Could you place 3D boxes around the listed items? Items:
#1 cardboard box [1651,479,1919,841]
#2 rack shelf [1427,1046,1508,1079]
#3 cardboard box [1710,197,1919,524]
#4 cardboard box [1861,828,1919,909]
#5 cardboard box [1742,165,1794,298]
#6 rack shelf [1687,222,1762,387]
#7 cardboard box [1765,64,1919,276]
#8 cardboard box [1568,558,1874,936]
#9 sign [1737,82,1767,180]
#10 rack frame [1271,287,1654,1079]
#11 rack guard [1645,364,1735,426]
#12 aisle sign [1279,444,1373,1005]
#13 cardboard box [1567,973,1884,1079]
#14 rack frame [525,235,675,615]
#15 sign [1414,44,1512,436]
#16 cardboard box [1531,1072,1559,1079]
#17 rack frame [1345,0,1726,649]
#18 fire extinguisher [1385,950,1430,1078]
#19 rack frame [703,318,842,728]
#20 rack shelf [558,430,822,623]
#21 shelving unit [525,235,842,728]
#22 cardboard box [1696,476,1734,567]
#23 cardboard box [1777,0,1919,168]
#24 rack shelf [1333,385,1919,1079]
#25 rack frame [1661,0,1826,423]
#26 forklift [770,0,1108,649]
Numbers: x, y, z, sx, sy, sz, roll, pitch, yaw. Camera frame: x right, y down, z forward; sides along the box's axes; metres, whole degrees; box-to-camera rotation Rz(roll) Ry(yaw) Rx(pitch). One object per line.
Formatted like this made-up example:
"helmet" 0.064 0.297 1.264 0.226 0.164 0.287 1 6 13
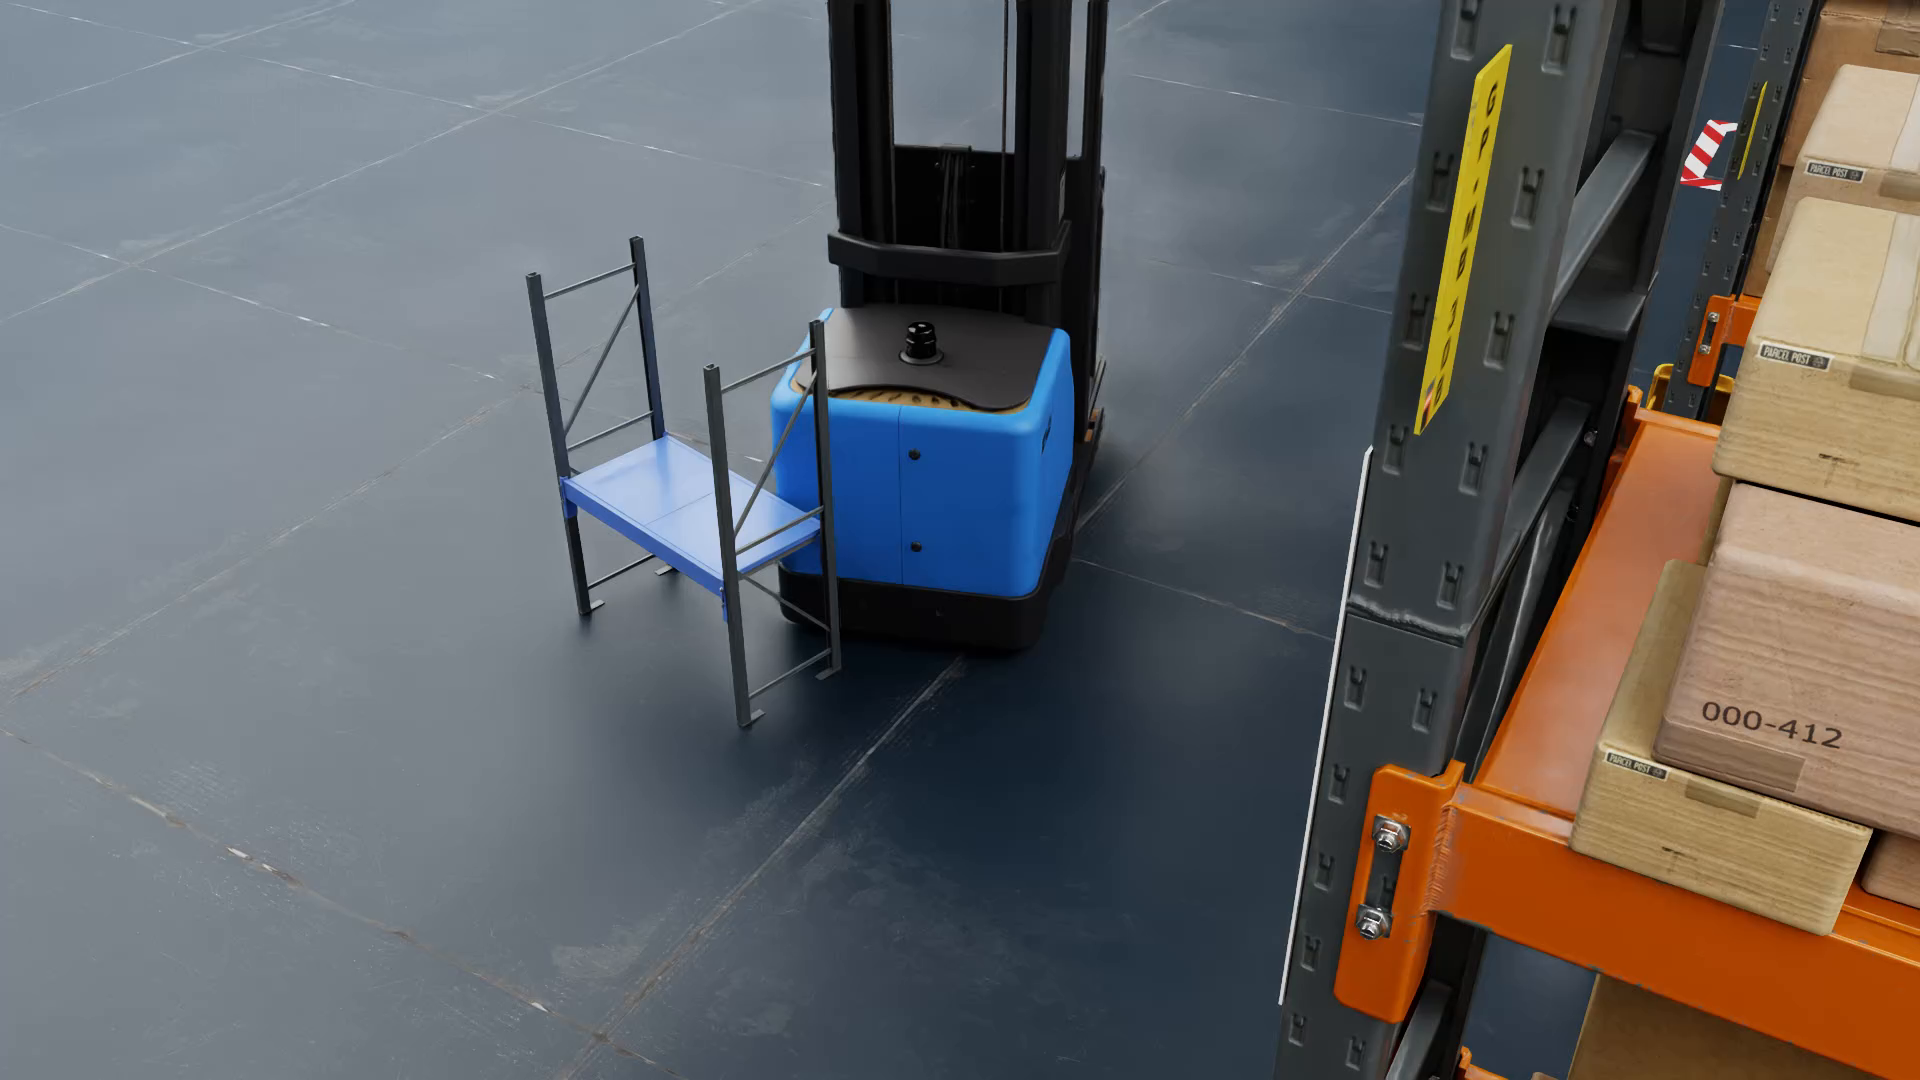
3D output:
"cardboard box" 1.004 0.056 1.620 0.500 0.250 0.500 17 37 24
"rack shelf" 2.436 1.949 2.265 4.000 0.370 1.077 18 37 24
"cardboard box" 0.907 -0.180 1.615 0.250 0.149 0.380 17 37 24
"cardboard box" 1.099 0.233 1.715 0.250 0.149 0.380 16 37 23
"cardboard box" 3.413 -1.292 6.349 0.550 0.550 0.875 18 37 24
"rack shelf" 4.804 -0.461 5.884 4.000 0.370 1.077 18 37 24
"cardboard box" 1.140 -0.425 1.983 0.250 0.149 0.380 18 38 25
"cardboard box" 0.827 0.203 1.759 0.250 0.149 0.380 18 38 24
"sign" 2.787 -1.438 5.850 0.005 0.325 0.100 18 37 24
"rack frame" 0.700 1.100 2.892 0.127 3.000 1.000 18 37 24
"rack guard" 3.047 -0.276 7.214 0.348 0.500 1.175 18 37 24
"aisle sign" 0.492 0.150 1.973 0.004 0.787 0.394 18 37 24
"cardboard box" 1.252 0.554 2.452 0.500 0.500 0.700 17 37 23
"rack frame" -1.377 -0.422 6.530 0.032 1.500 0.500 28 43 35
"sign" 0.431 -0.251 1.426 0.005 0.325 0.100 18 37 24
"cardboard box" 0.973 1.198 2.386 0.500 0.500 0.500 17 37 24
"rack frame" 0.700 -1.397 1.229 0.127 3.000 1.000 18 37 24
"fire extinguisher" 0.829 0.879 3.294 0.183 0.674 0.296 18 37 24
"rack frame" -0.648 -0.029 5.940 0.032 1.500 0.500 28 43 35
"rack shelf" -1.013 -0.076 6.335 1.000 0.185 0.538 28 43 35
"shelving unit" -1.013 -0.225 6.235 1.048 1.500 0.538 28 43 35
"cardboard box" 1.148 -0.081 2.185 0.250 0.149 0.380 18 38 25
"cardboard box" 3.371 -1.701 5.989 0.550 0.550 0.875 18 37 24
"rack shelf" 2.436 0.701 1.434 4.000 0.370 1.077 18 37 24
"rack frame" 3.068 -1.310 6.511 0.127 3.000 1.000 18 37 24
"forklift" 0.074 -1.603 7.013 1.130 2.935 3.031 6 34 9
